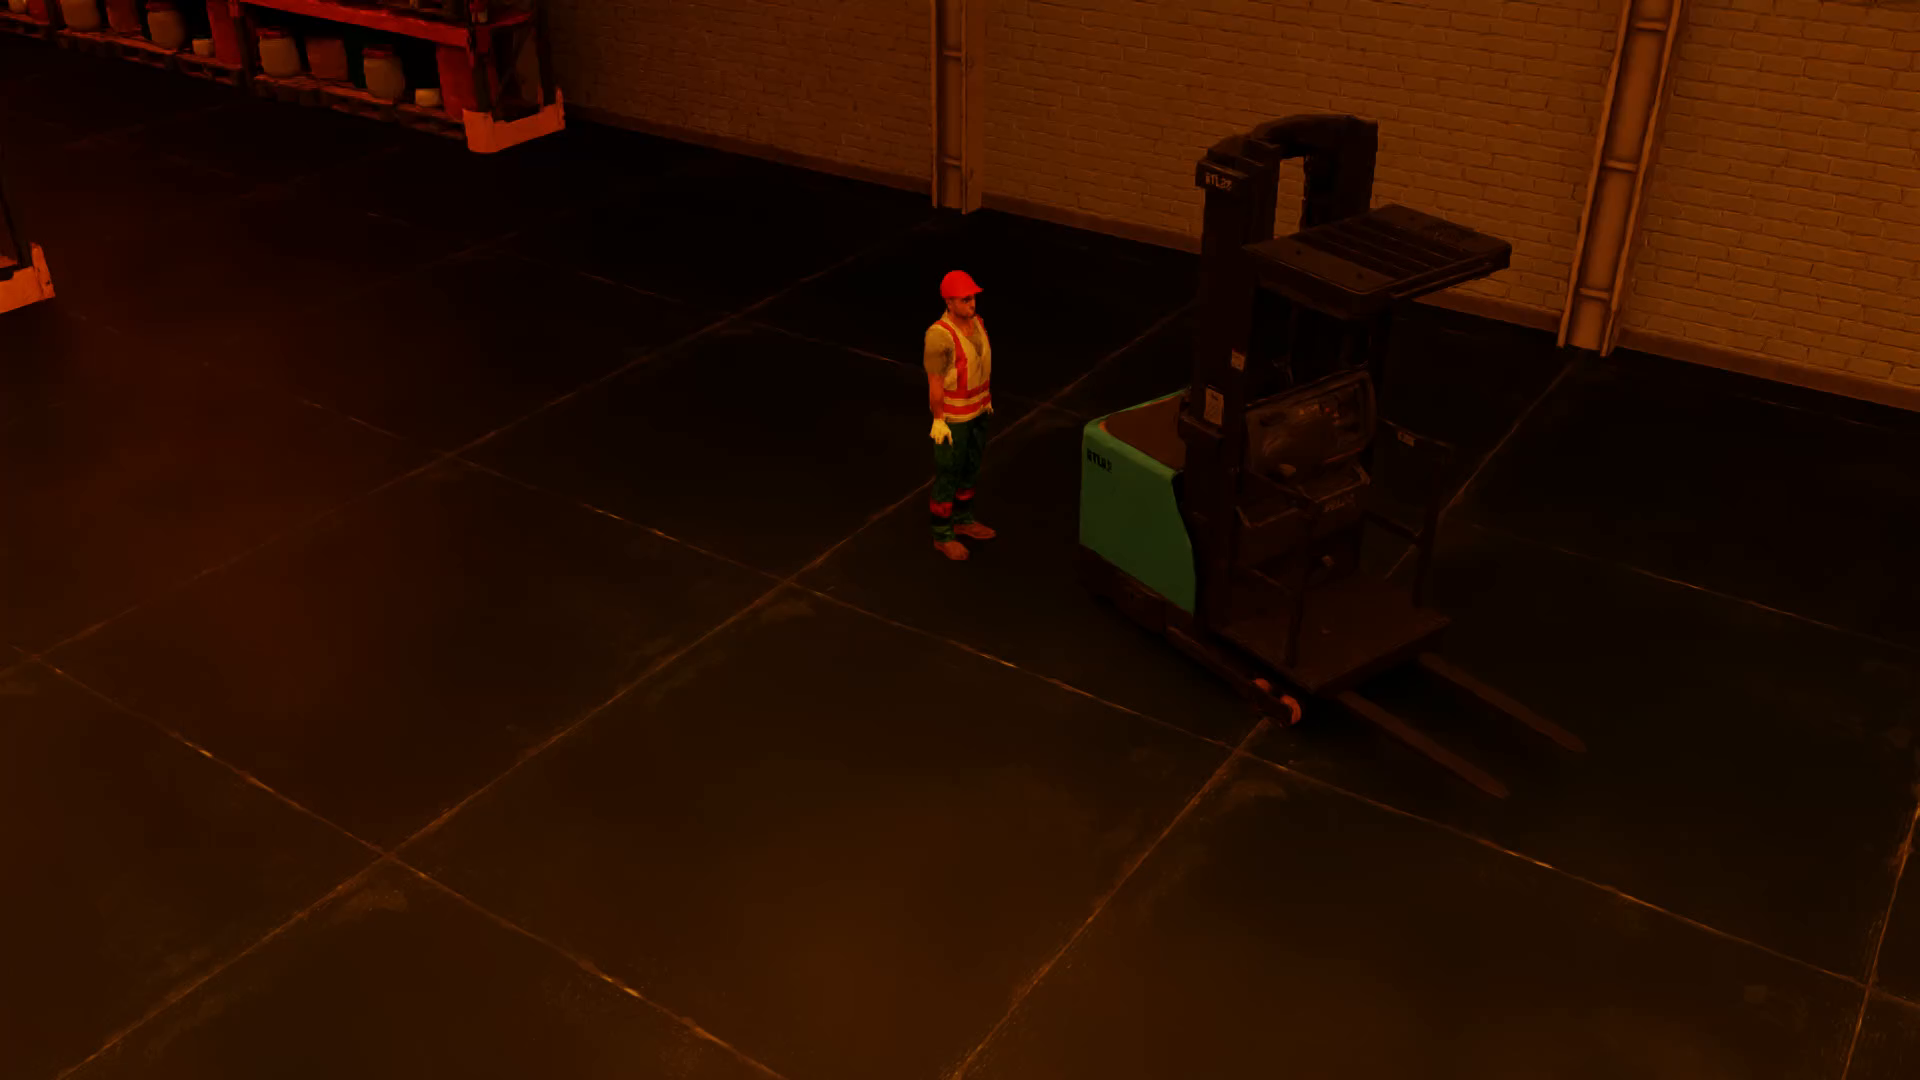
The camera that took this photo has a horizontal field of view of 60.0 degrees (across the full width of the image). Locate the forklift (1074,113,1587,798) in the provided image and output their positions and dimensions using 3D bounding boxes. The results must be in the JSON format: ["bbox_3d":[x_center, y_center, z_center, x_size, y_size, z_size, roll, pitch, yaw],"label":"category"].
[{"bbox_3d":[1.962,-0.557,8.540,1.130,2.935,3.031,-20,36,-31],"label":"forklift"}]

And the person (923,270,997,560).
[{"bbox_3d":[0.018,-0.769,10.041,0.349,1.795,0.540,19,35,29],"label":"person"}]
